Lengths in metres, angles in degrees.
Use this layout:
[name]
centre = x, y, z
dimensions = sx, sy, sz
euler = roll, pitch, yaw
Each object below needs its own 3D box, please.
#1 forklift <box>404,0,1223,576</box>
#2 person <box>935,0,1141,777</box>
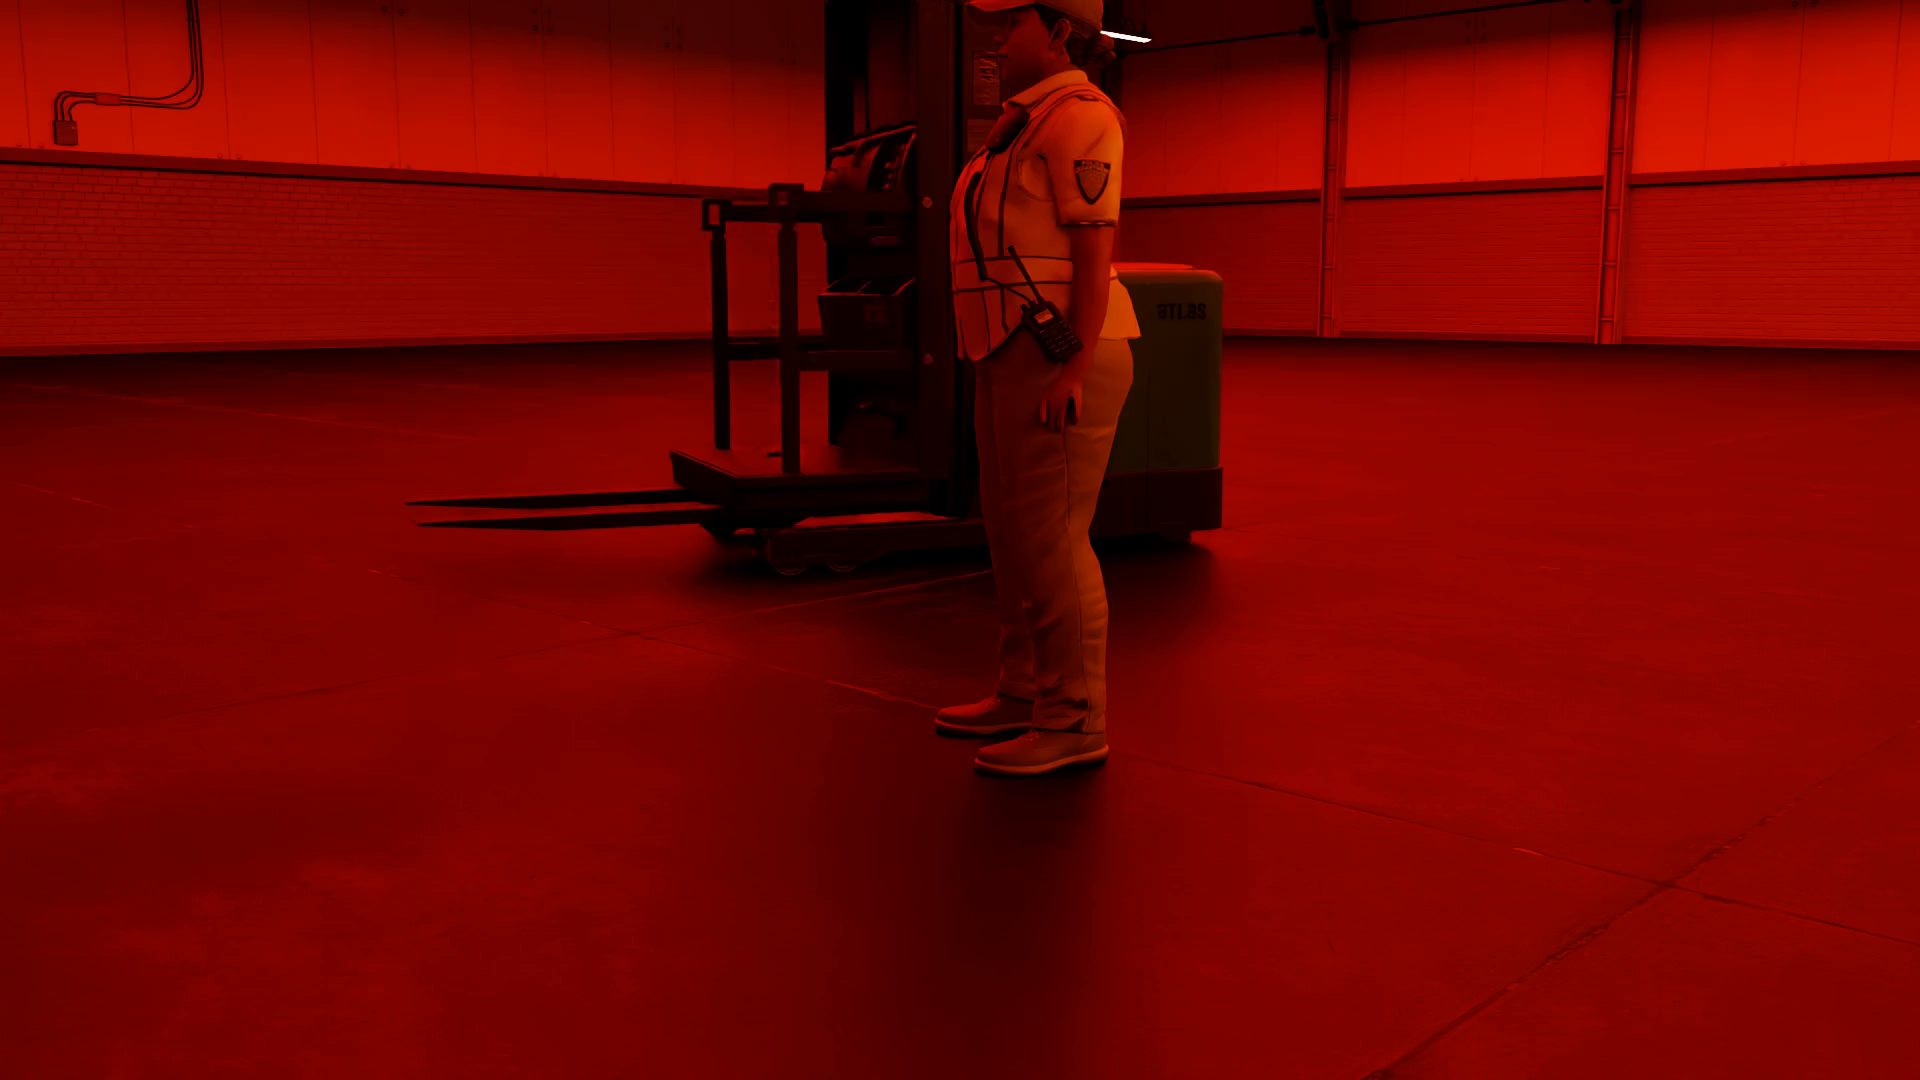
[forklift]
centre = -0.535, -1.411, 6.246
dimensions = 3.031, 2.935, 1.130
euler = -3, 9, -22
[person]
centre = 0.165, -0.360, 3.540
dimensions = 0.394, 1.668, 0.484
euler = -2, 9, -13
